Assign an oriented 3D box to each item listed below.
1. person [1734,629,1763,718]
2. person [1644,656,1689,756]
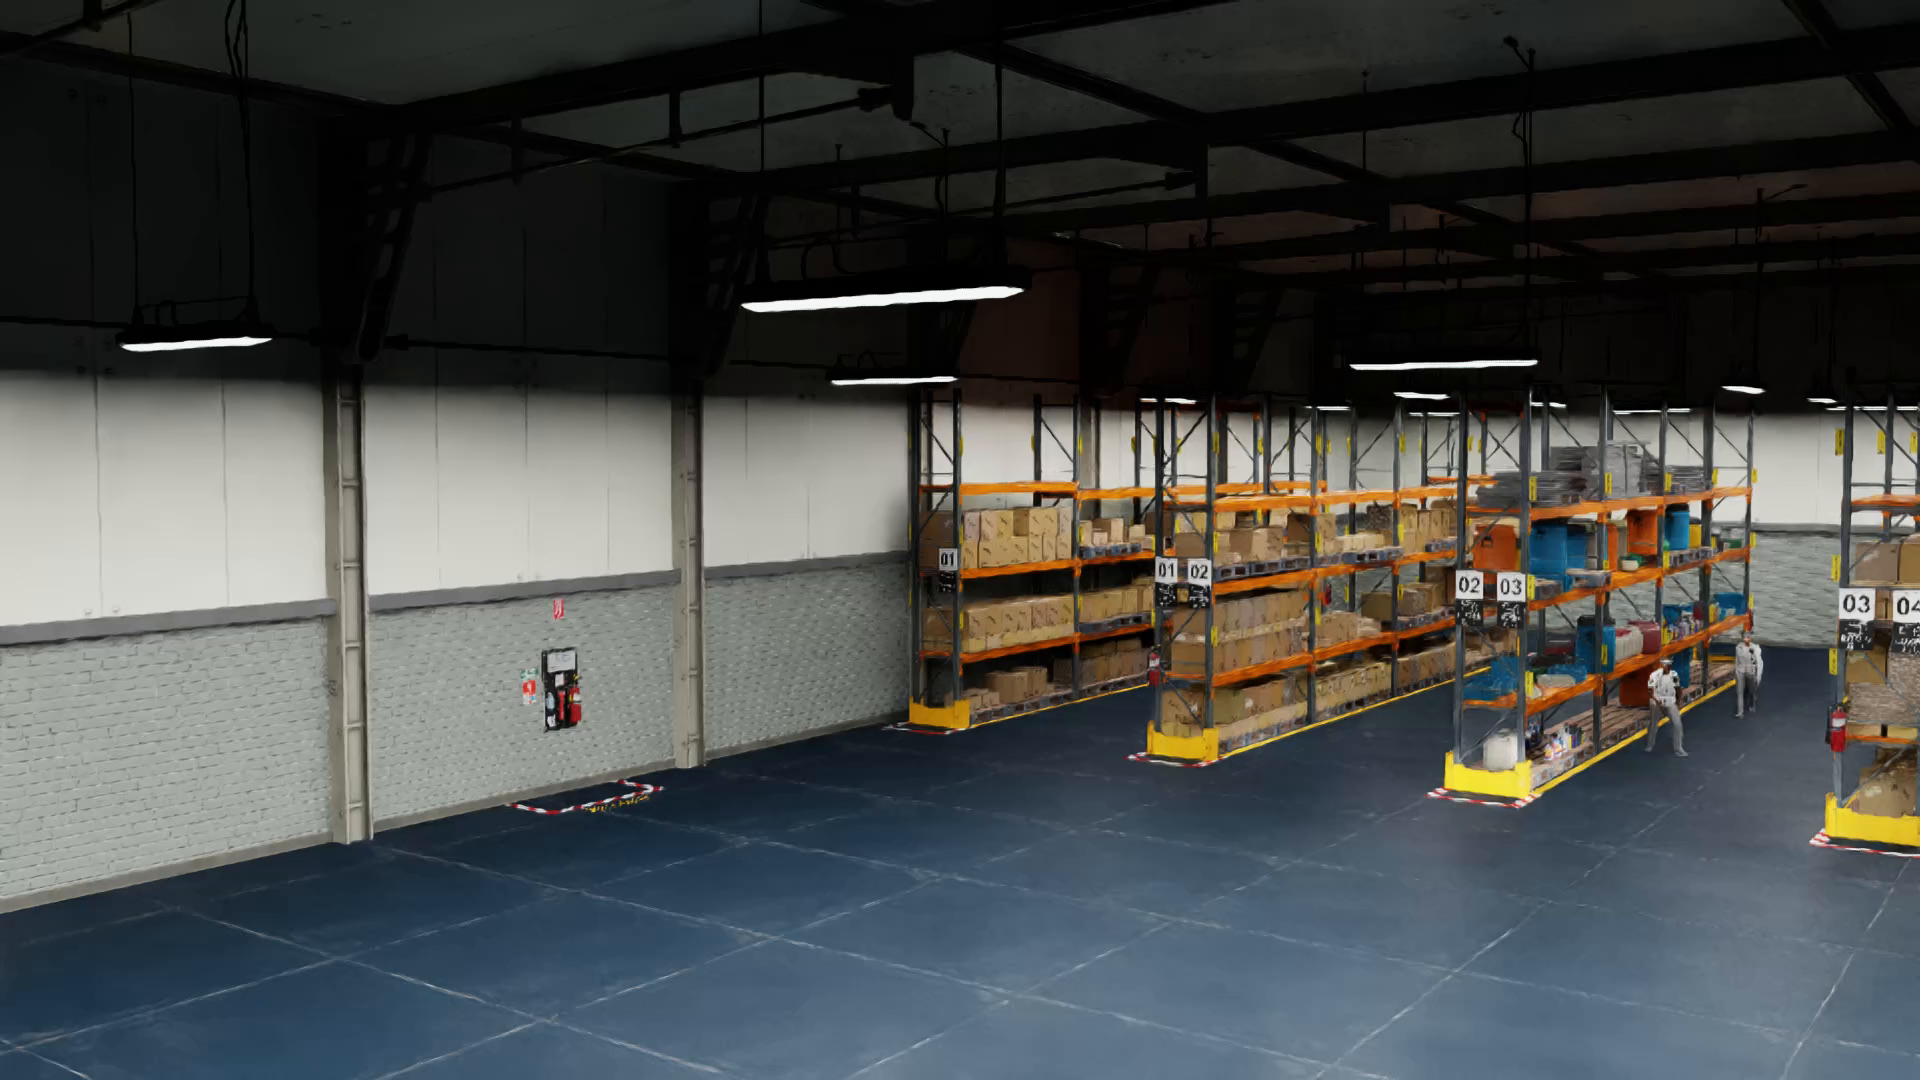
[{"bbox_3d":[14.491,2.439,30.561,0.500,1.625,0.982,2,4,34],"label":"person"},{"bbox_3d":[11.426,2.658,26.922,0.625,1.607,0.799,1,3,13],"label":"person"}]
